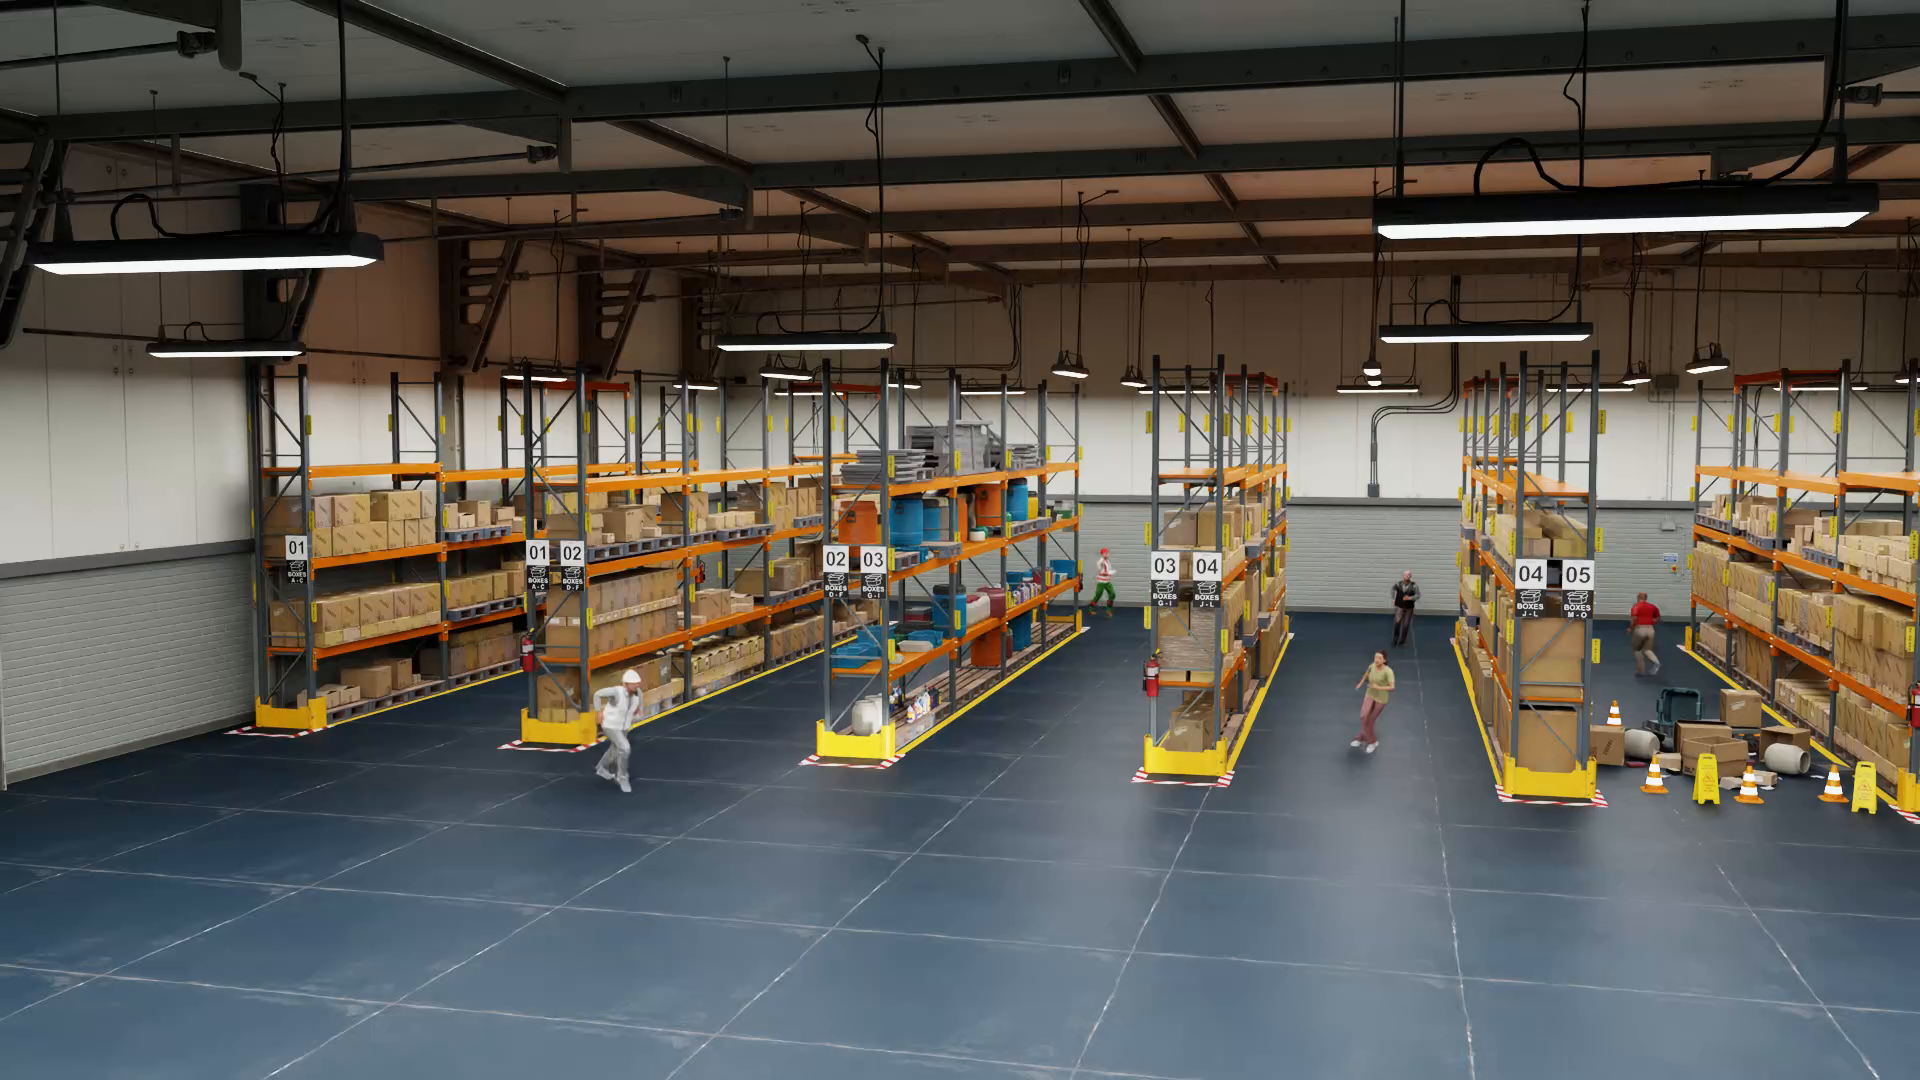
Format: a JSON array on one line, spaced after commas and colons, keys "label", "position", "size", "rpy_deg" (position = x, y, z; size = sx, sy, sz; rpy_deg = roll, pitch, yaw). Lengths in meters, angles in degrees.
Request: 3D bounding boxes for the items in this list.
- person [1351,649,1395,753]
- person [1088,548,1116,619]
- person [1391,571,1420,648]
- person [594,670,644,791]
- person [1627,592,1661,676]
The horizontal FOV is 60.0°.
[{"label": "person", "position": [6.329, 2.435, 25.450], "size": [0.728, 1.575, 0.668], "rpy_deg": [2, 4, 29]}, {"label": "person", "position": [3.728, 1.131, 43.165], "size": [0.860, 1.842, 0.656], "rpy_deg": [3, 5, 35]}, {"label": "person", "position": [10.062, 1.564, 37.580], "size": [0.651, 1.741, 0.680], "rpy_deg": [1, 4, 17]}, {"label": "person", "position": [-4.742, 2.616, 22.923], "size": [1.010, 1.719, 0.697], "rpy_deg": [4, 5, 42]}, {"label": "person", "position": [13.714, 1.886, 33.242], "size": [0.658, 1.677, 0.776], "rpy_deg": [0, 4, -5]}]
